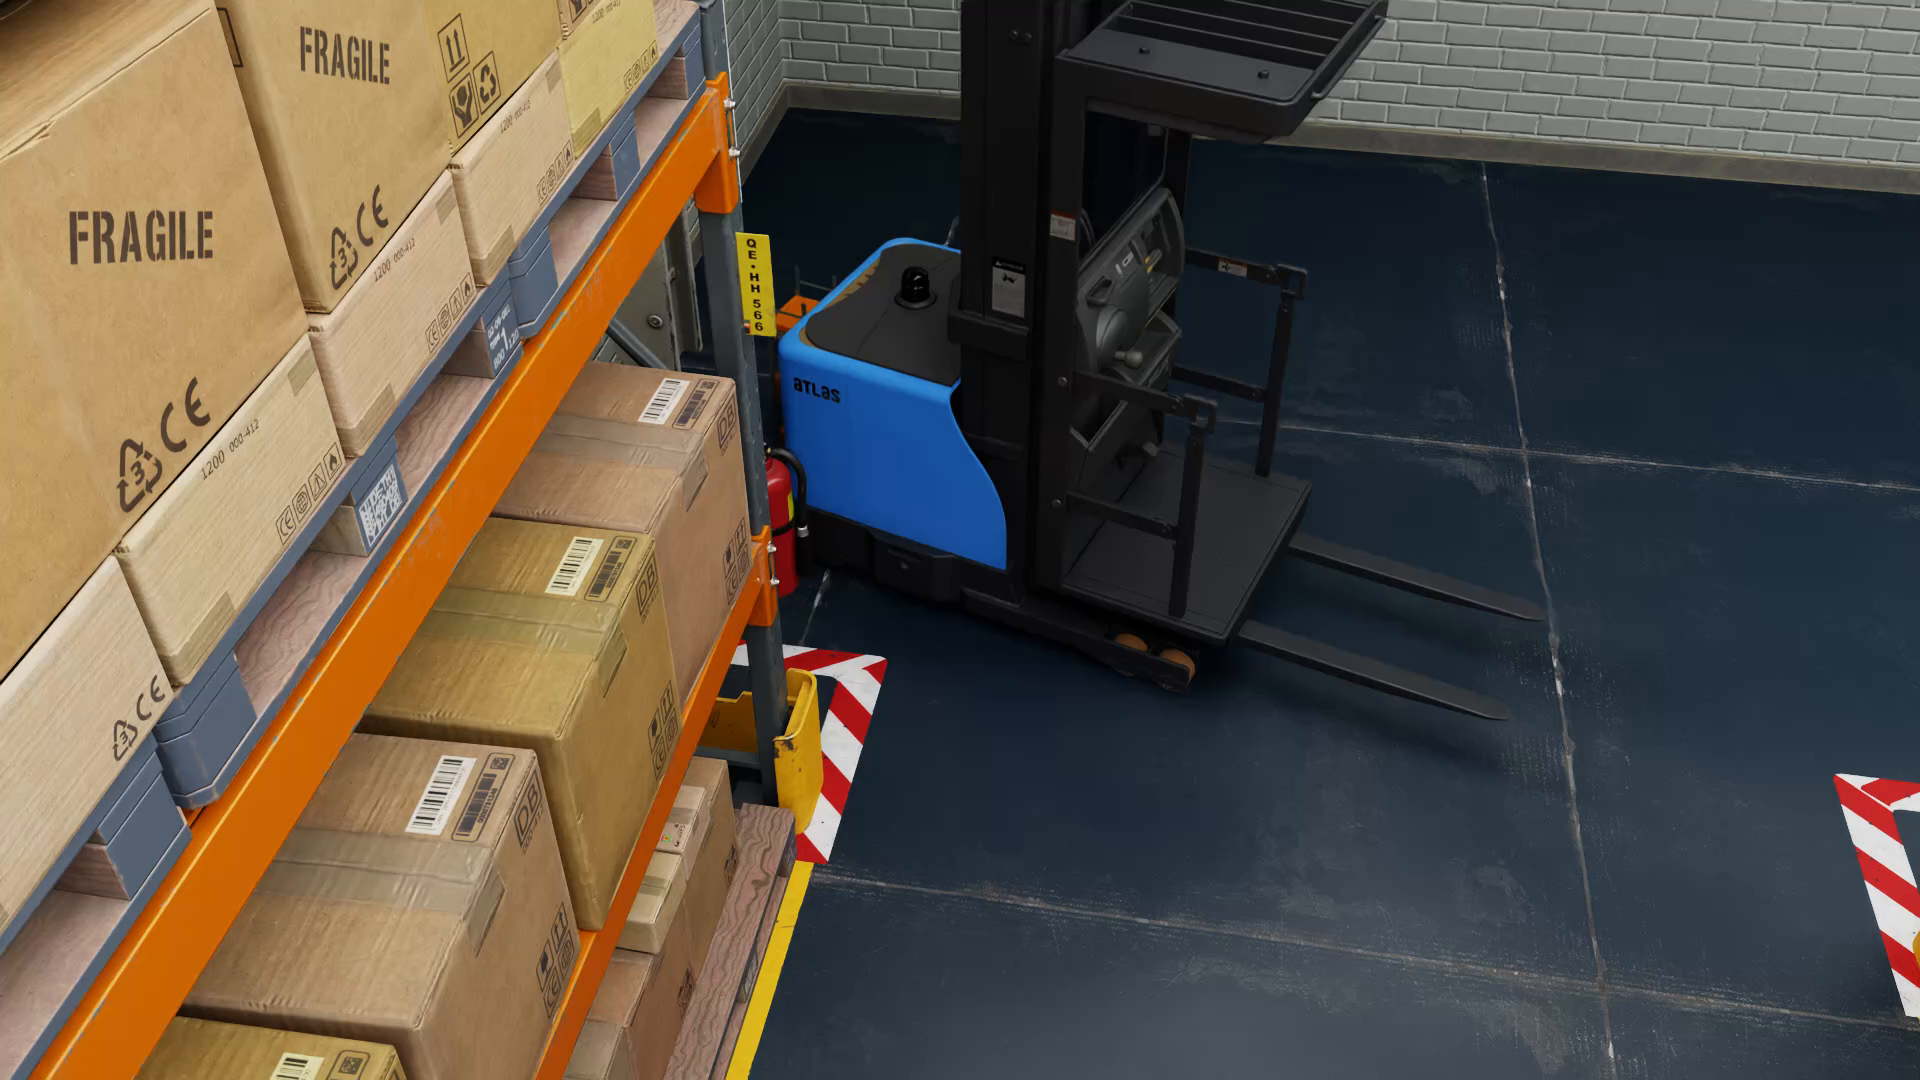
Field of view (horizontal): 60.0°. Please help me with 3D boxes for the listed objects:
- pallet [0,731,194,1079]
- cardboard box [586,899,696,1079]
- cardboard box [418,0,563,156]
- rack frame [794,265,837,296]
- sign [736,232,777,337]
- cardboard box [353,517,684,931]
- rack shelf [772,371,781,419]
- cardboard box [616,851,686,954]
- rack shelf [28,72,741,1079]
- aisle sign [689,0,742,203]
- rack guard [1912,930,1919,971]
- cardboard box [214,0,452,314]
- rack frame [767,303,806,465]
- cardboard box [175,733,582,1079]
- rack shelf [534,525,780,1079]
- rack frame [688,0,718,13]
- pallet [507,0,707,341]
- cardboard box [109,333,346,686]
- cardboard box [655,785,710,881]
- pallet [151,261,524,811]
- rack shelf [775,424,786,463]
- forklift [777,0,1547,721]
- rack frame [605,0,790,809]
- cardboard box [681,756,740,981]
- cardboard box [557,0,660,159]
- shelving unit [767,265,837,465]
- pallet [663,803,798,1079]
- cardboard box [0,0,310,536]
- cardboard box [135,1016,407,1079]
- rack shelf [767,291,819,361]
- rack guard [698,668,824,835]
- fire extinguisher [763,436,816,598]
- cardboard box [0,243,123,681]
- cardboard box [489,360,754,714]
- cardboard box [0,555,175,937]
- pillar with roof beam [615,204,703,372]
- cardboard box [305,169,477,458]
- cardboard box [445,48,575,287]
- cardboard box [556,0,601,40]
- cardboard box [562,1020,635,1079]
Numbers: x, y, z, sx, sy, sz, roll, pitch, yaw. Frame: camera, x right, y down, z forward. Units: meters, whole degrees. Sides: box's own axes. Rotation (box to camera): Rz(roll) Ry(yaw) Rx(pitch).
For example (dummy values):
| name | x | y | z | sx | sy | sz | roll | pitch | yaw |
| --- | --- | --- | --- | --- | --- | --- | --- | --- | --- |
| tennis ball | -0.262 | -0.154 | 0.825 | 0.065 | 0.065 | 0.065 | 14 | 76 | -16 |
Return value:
| name | x | y | z | sx | sy | sz | roll | pitch | yaw |
| --- | --- | --- | --- | --- | --- | --- | --- | --- | --- |
| pallet | -1.646 | 0.632 | 1.847 | 1.003 | 0.211 | 1.213 | 6 | 40 | 8 |
| cardboard box | -1.214 | 1.322 | 4.930 | 0.700 | 0.500 | 0.500 | 6 | 40 | 8 |
| cardboard box | -1.061 | -1.030 | 2.908 | 0.500 | 0.500 | 0.500 | 8 | 40 | 9 |
| rack frame | -0.606 | -0.723 | 7.300 | 0.200 | 1.050 | 0.008 | 18 | 43 | 21 |
| sign | -0.573 | -0.713 | 4.664 | 0.100 | 0.325 | 0.005 | 6 | 40 | 8 |
| cardboard box | -1.299 | 0.419 | 4.154 | 0.980 | 0.700 | 0.700 | 6 | 40 | 7 |
| rack shelf | -0.662 | -0.645 | 7.223 | 0.215 | 0.259 | 0.240 | 18 | 43 | 21 |
| cardboard box | -1.014 | 1.019 | 4.787 | 0.380 | 0.149 | 0.250 | 7 | 40 | 9 |
| rack shelf | -1.451 | 0.132 | 2.947 | 1.077 | 0.370 | 4.000 | 6 | 40 | 8 |
| aisle sign | -0.797 | -1.258 | 4.378 | 0.394 | 0.787 | 0.004 | 6 | 40 | 8 |
| rack guard | 3.761 | 1.311 | 5.272 | 1.175 | 0.500 | 0.348 | 6 | 40 | 8 |
| cardboard box | -1.143 | -0.701 | 2.511 | 0.500 | 0.500 | 0.500 | 5 | 40 | 6 |
| rack frame | -0.718 | -0.584 | 7.132 | 0.200 | 1.050 | 0.008 | 18 | 43 | 21 |
| cardboard box | -1.440 | 0.897 | 3.576 | 0.980 | 0.700 | 0.700 | 5 | 40 | 6 |
| rack shelf | -1.451 | 1.288 | 3.903 | 1.077 | 0.370 | 4.000 | 6 | 40 | 8 |
| rack frame | -1.105 | -2.556 | 3.280 | 1.000 | 3.000 | 0.127 | 6 | 40 | 8 |
| pallet | -1.223 | -0.899 | 3.699 | 1.003 | 0.211 | 1.213 | 6 | 40 | 8 |
| cardboard box | -1.235 | -0.078 | 2.346 | 0.500 | 0.250 | 0.500 | 5 | 40 | 6 |
| cardboard box | -0.971 | 0.858 | 4.981 | 0.380 | 0.149 | 0.250 | 6 | 40 | 7 |
| pallet | -1.432 | -0.132 | 2.771 | 1.003 | 0.211 | 1.213 | 6 | 40 | 8 |
| rack shelf | -0.662 | -0.431 | 7.400 | 0.215 | 0.259 | 0.240 | 18 | 43 | 21 |
| forklift | 0.815 | -0.925 | 6.068 | 3.031 | 2.935 | 1.130 | 18 | 43 | 21 |
| rack frame | -1.105 | -0.244 | 5.191 | 1.000 | 3.000 | 0.127 | 6 | 40 | 8 |
| cardboard box | -1.128 | 1.008 | 5.309 | 0.700 | 0.500 | 0.500 | 6 | 40 | 8 |
| cardboard box | -0.971 | -1.054 | 3.526 | 0.500 | 0.250 | 0.500 | 8 | 40 | 9 |
| shelving unit | -0.662 | -0.653 | 7.216 | 0.215 | 1.050 | 0.252 | 18 | 43 | 21 |
| pallet | -1.167 | 1.341 | 5.463 | 1.003 | 0.211 | 1.213 | 6 | 40 | 8 |
| cardboard box | -1.235 | -0.372 | 2.113 | 0.500 | 0.500 | 0.500 | 7 | 40 | 8 |
| cardboard box | -1.556 | 1.354 | 3.023 | 0.980 | 0.700 | 0.700 | 5 | 40 | 7 |
| rack shelf | -0.662 | -0.864 | 7.042 | 0.215 | 0.259 | 0.240 | 18 | 43 | 21 |
| rack guard | -1.101 | 0.704 | 6.006 | 1.175 | 0.500 | 0.348 | 6 | 40 | 8 |
| fire extinguisher | -0.625 | -0.115 | 5.388 | 0.296 | 0.674 | 0.183 | 6 | 40 | 8 |
| cardboard box | -1.315 | -0.061 | 1.737 | 0.500 | 0.500 | 0.500 | 6 | 40 | 7 |
| cardboard box | -1.184 | -0.039 | 4.707 | 0.980 | 0.700 | 0.700 | 8 | 40 | 10 |
| cardboard box | -1.316 | 0.245 | 1.956 | 0.500 | 0.250 | 0.500 | 6 | 40 | 7 |
| pillar with roof beam | 2.750 | -3.872 | 4.871 | 9.100 | 9.000 | 0.400 | 6 | 40 | 8 |
| cardboard box | -1.145 | -0.400 | 2.736 | 0.500 | 0.250 | 0.500 | 5 | 40 | 6 |
| cardboard box | -1.060 | -0.727 | 3.131 | 0.500 | 0.250 | 0.500 | 5 | 40 | 6 |
| cardboard box | -0.963 | -1.343 | 3.287 | 0.500 | 0.500 | 0.500 | 6 | 40 | 8 |
| cardboard box | -1.301 | 1.637 | 4.548 | 0.700 | 0.500 | 0.500 | 5 | 40 | 6 |
